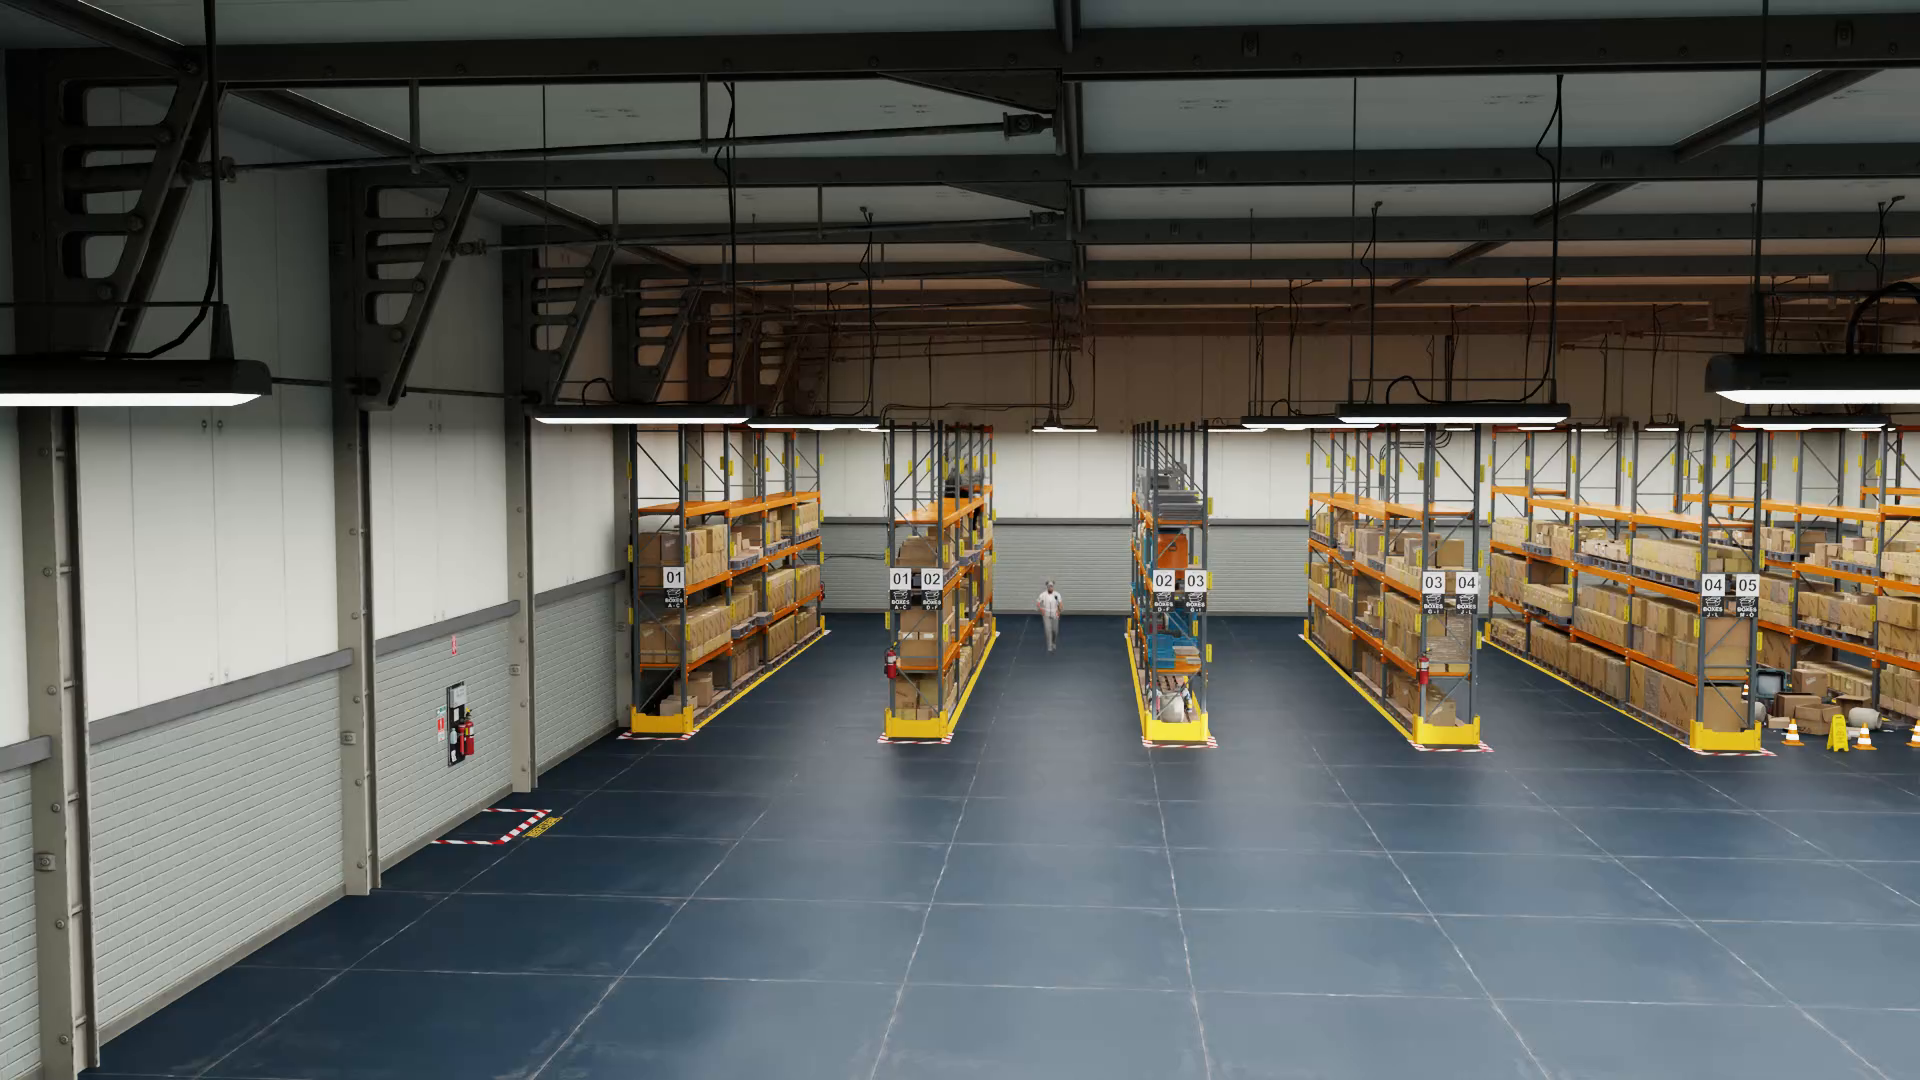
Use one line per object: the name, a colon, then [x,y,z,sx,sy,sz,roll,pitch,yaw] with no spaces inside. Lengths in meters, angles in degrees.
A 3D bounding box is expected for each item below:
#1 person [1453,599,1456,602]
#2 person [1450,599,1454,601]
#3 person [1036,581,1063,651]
person: [13.275,2.105,44.000,0.613,1.723,0.780,1,4,14]
person: [13.358,2.000,45.618,0.583,1.753,0.756,1,4,17]
person: [2.265,1.915,41.996,0.669,1.778,0.517,0,4,-1]
